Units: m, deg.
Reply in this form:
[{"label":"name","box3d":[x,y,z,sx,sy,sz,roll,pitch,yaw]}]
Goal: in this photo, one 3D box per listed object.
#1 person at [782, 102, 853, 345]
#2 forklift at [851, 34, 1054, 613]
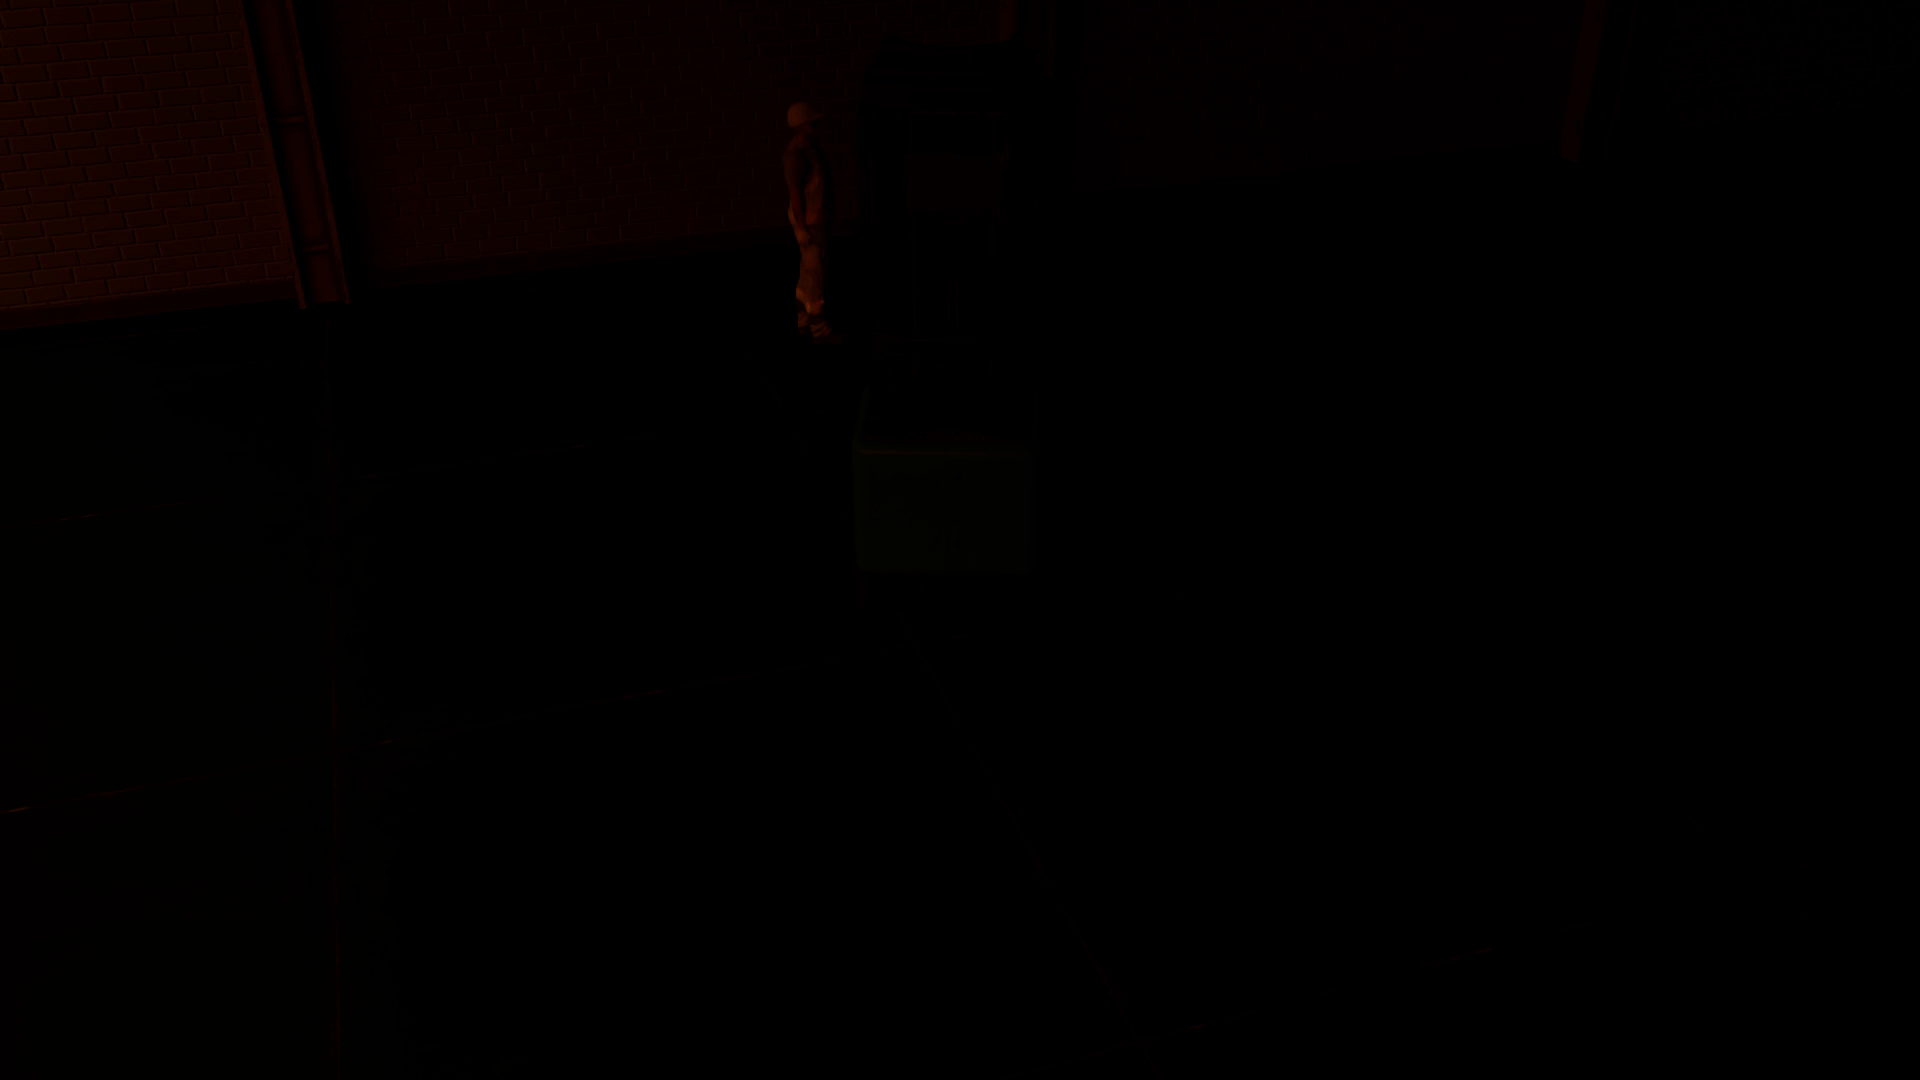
[{"label":"person","box3d":[-1.032,-2.343,12.310,0.459,1.794,0.537,5,30,8]},{"label":"forklift","box3d":[-0.017,-1.567,9.811,1.130,2.935,3.031,1,30,2]}]
